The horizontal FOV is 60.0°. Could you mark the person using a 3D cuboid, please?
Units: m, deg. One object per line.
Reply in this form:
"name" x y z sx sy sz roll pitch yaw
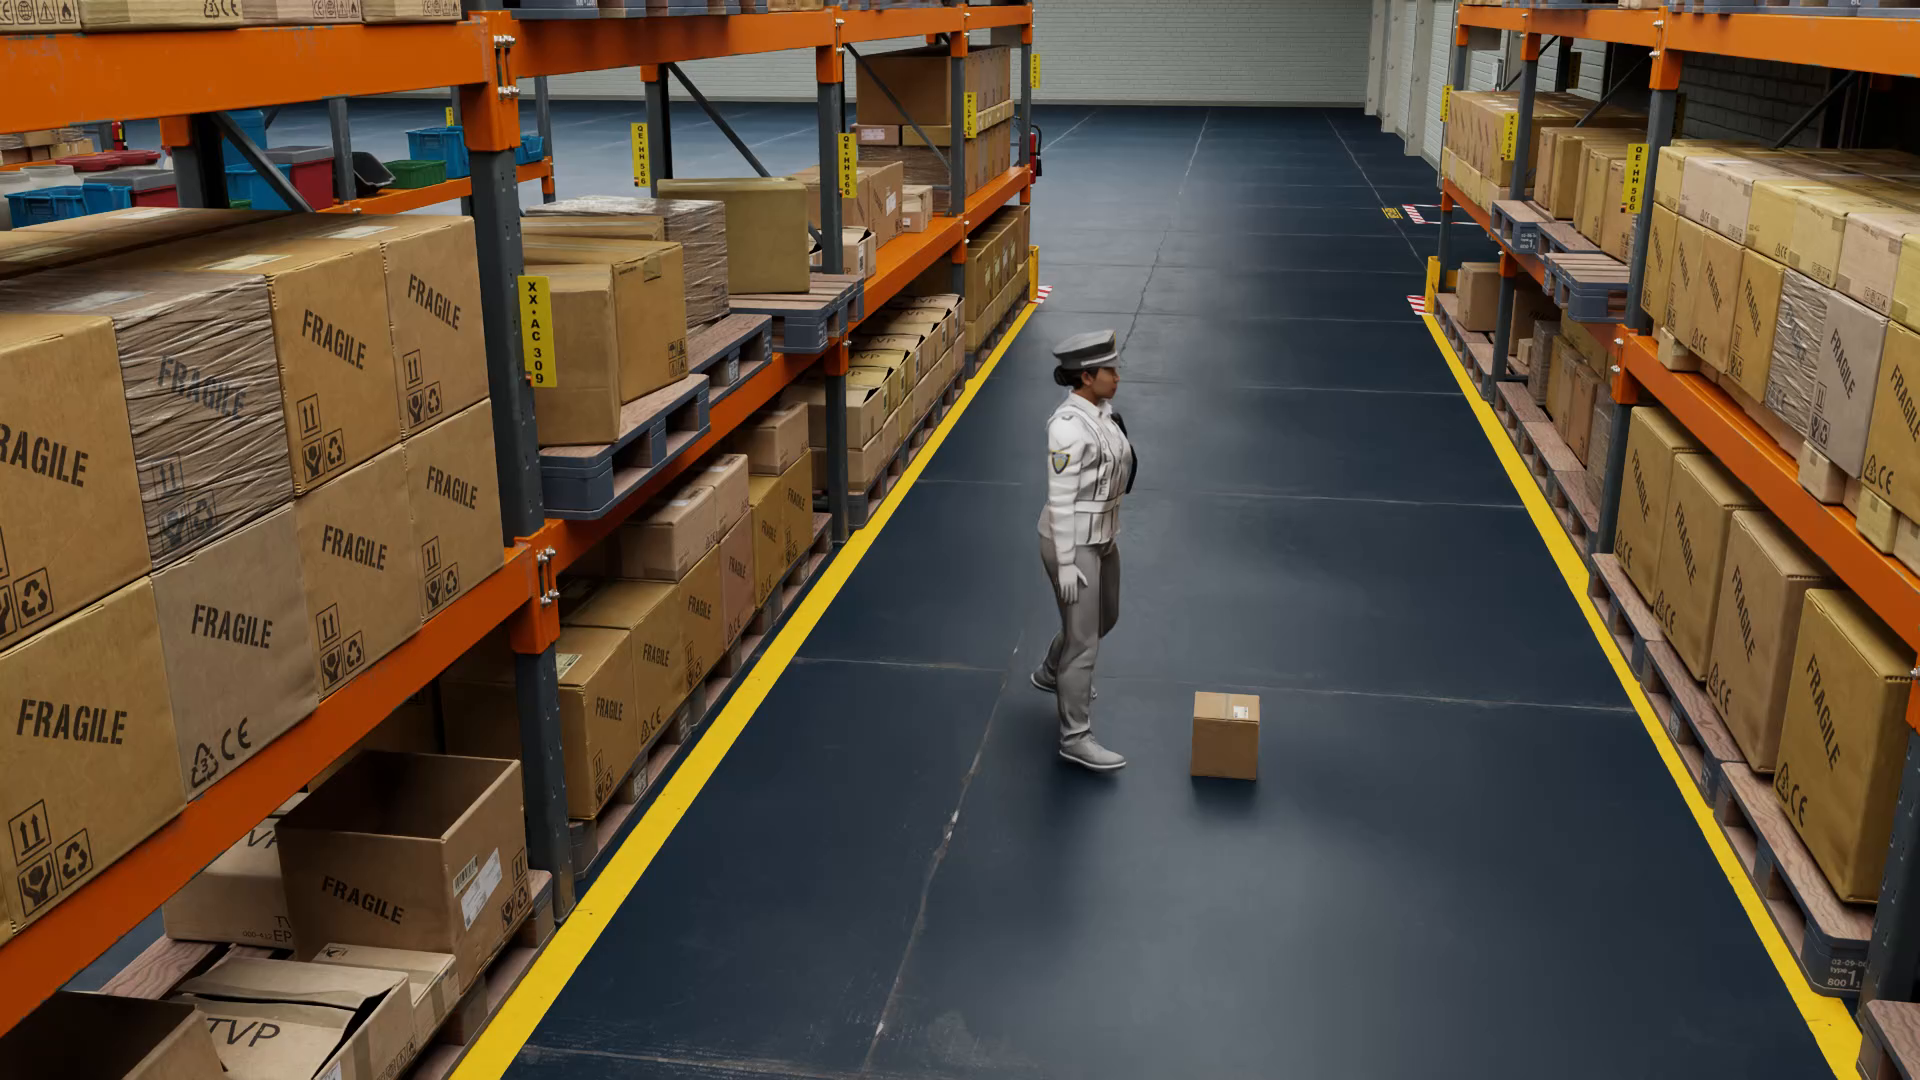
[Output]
"person" 0.488 -0.006 6.475 0.556 1.674 0.641 7 19 21
